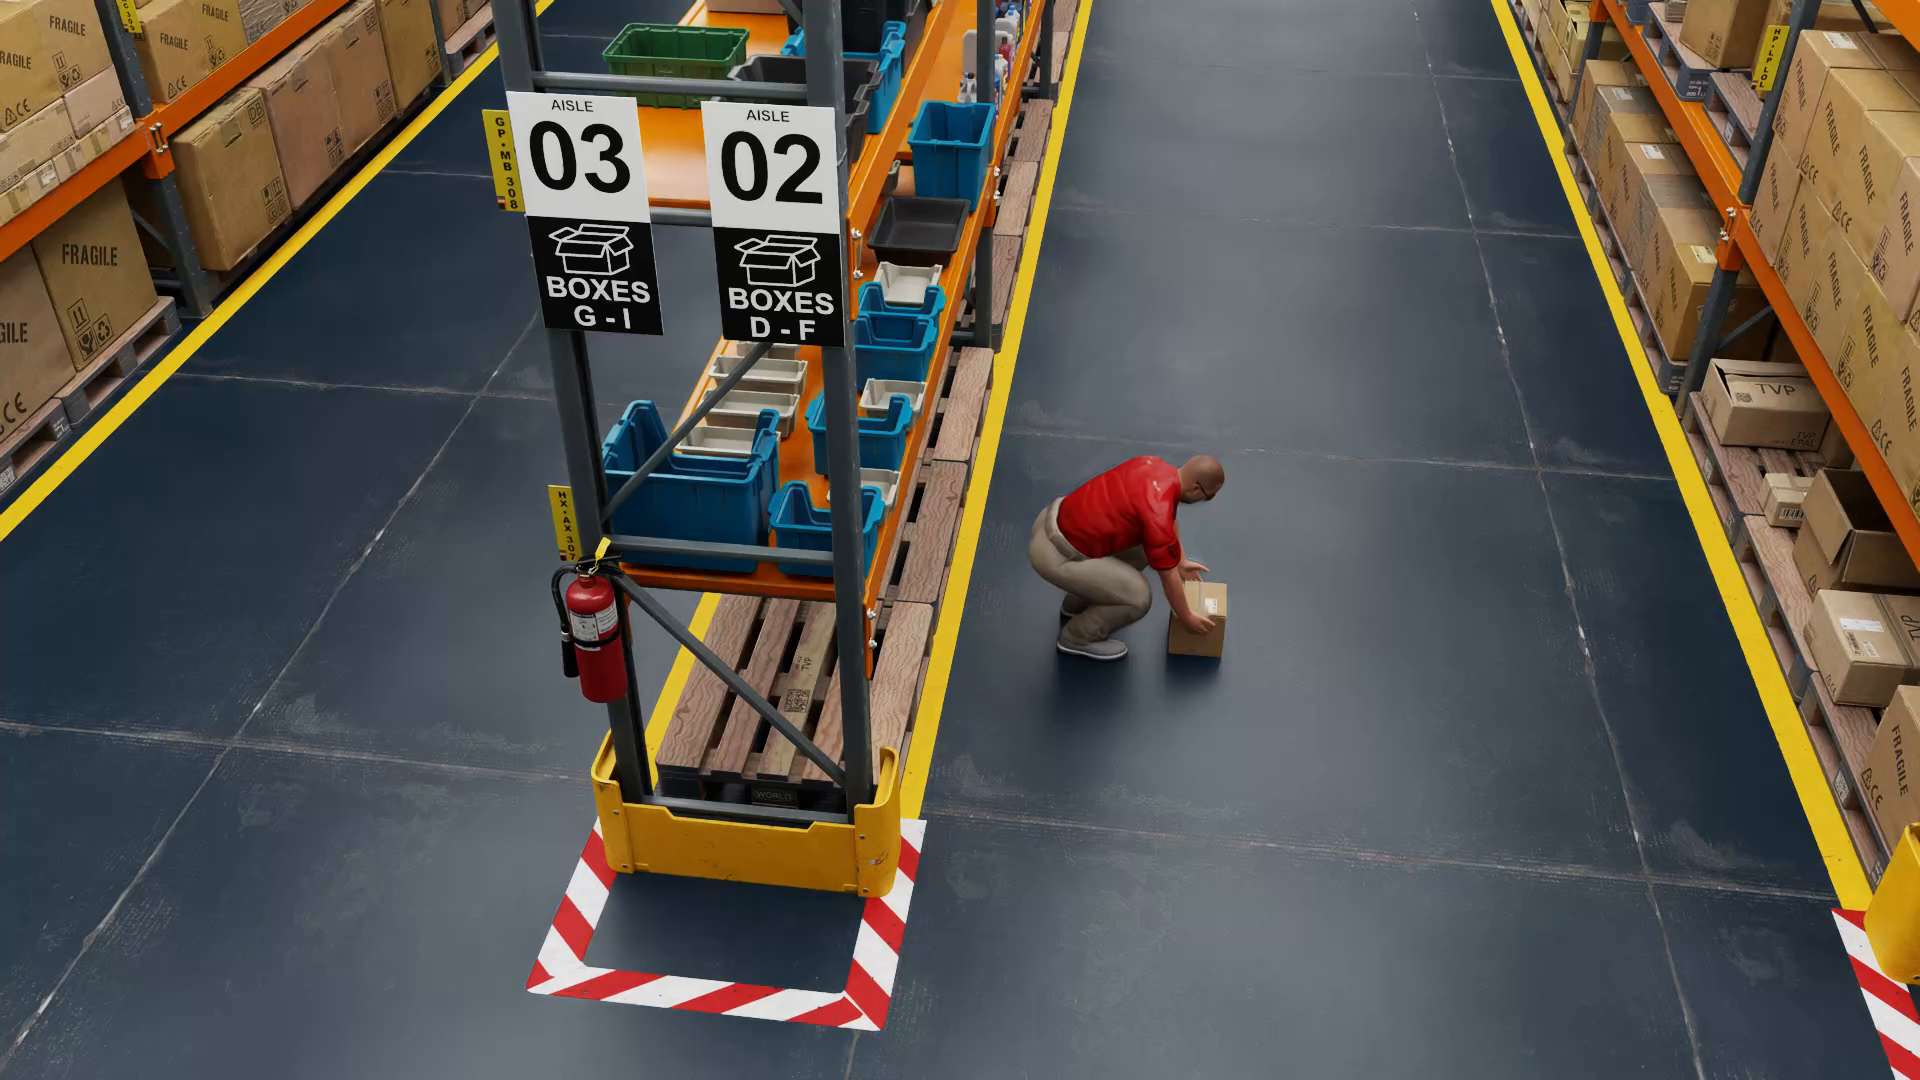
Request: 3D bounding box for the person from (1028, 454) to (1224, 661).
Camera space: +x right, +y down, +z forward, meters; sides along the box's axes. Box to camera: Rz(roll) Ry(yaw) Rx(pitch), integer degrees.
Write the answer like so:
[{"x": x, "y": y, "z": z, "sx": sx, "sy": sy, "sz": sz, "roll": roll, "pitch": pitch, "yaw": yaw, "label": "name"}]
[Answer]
[{"x": 0.757, "y": 0.033, "z": 7.645, "sx": 0.869, "sy": 0.990, "sz": 0.570, "roll": 4, "pitch": 36, "yaw": 6, "label": "person"}]
